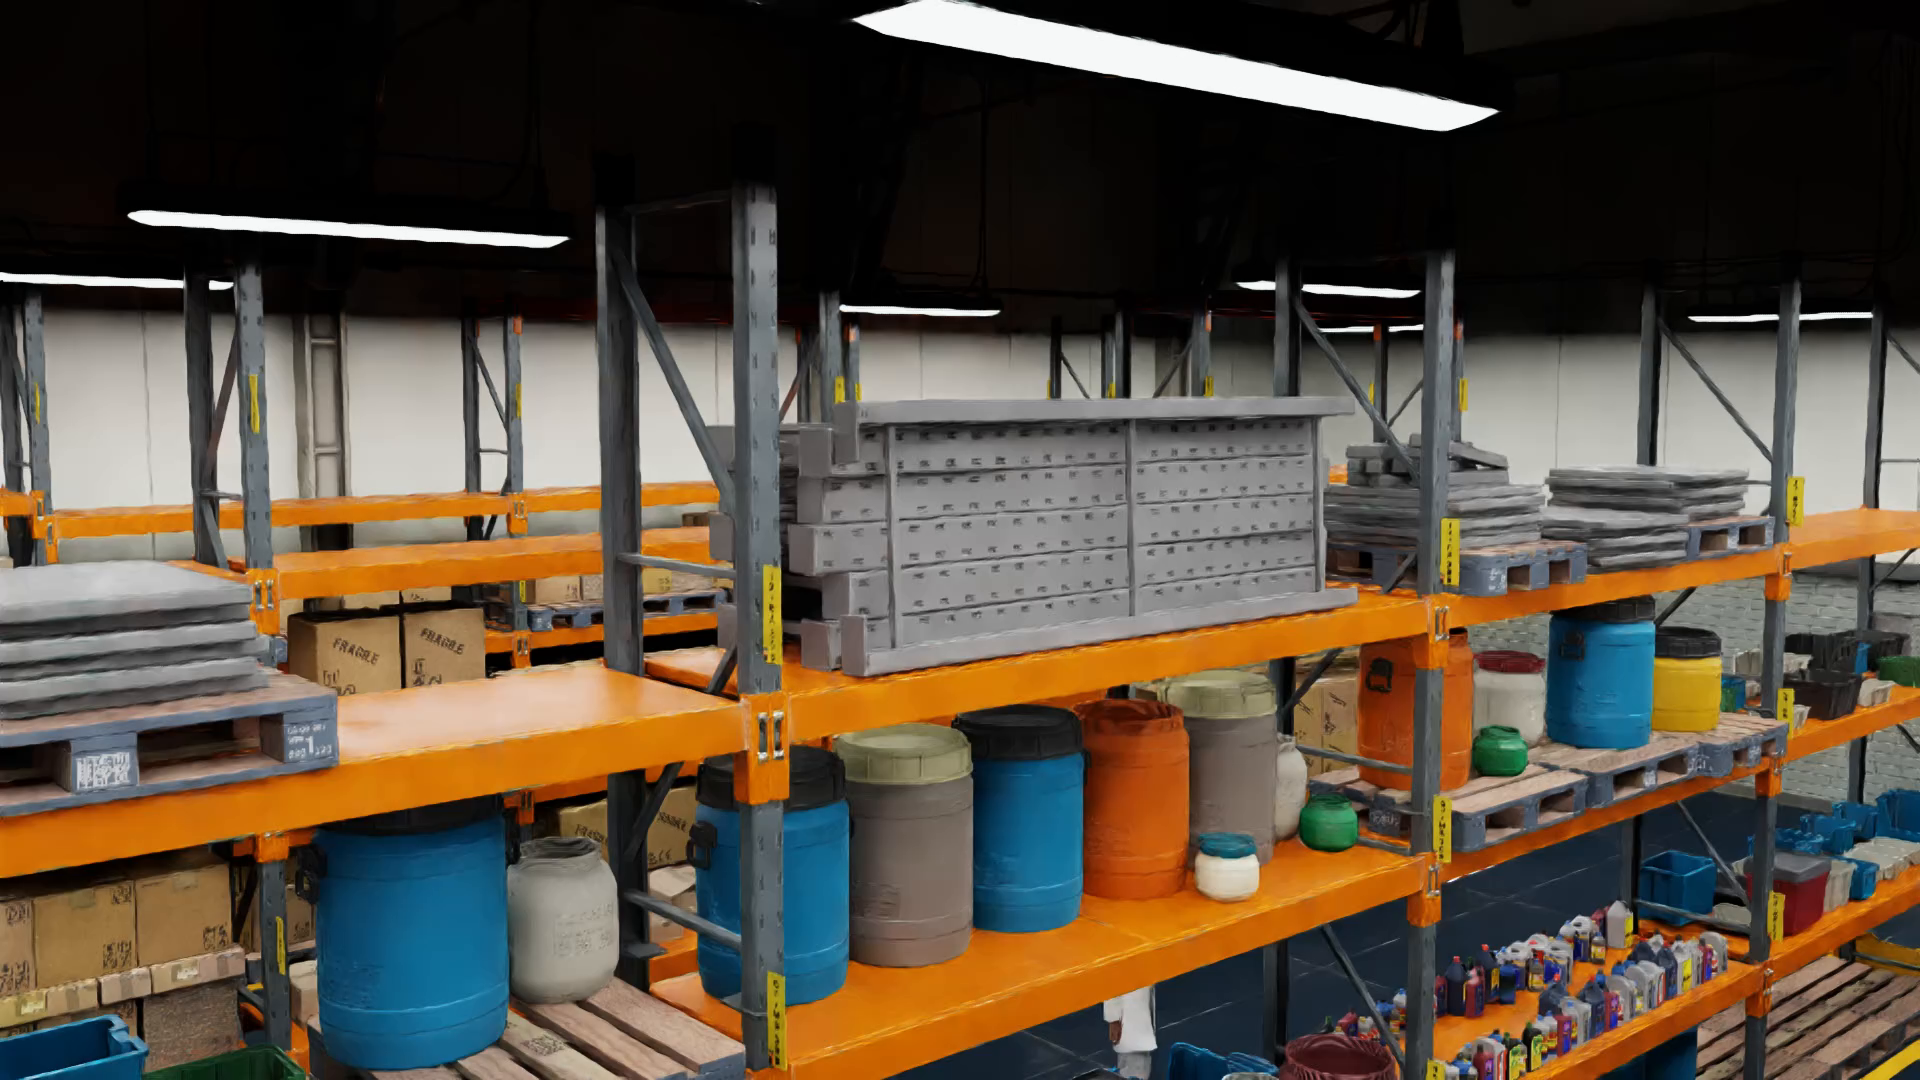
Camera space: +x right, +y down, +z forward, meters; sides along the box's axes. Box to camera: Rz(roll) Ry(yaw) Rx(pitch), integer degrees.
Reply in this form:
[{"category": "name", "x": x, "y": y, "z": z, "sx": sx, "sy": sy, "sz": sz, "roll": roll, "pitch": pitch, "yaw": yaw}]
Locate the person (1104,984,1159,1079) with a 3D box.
[{"category": "person", "x": 1.141, "y": 3.209, "z": 11.321, "sx": 0.516, "sy": 1.777, "sz": 0.628, "roll": 2, "pitch": 6, "yaw": 22}]
